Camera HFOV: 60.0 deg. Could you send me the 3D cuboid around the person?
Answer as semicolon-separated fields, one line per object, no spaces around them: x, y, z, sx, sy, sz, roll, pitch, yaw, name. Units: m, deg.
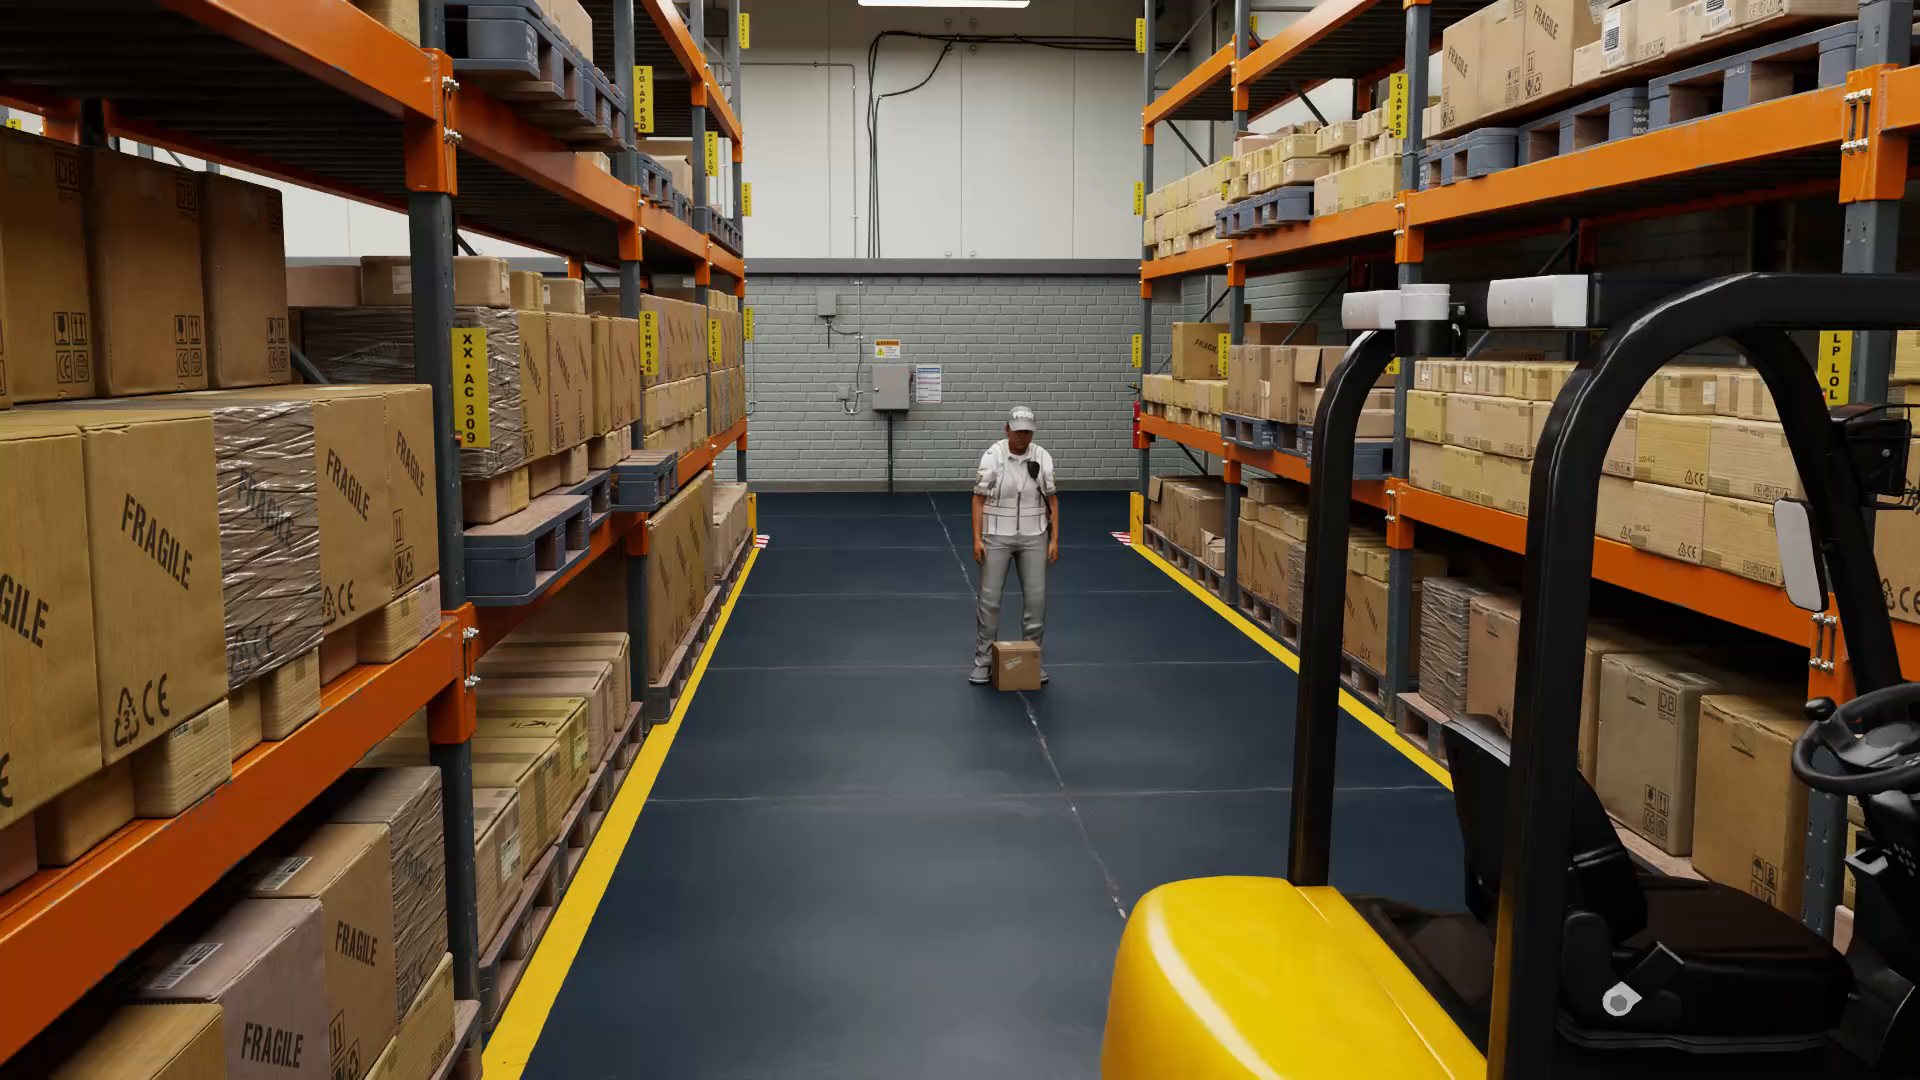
0.325;0.021;10.050;0.560;1.667;0.466;-1;7;-6;person
